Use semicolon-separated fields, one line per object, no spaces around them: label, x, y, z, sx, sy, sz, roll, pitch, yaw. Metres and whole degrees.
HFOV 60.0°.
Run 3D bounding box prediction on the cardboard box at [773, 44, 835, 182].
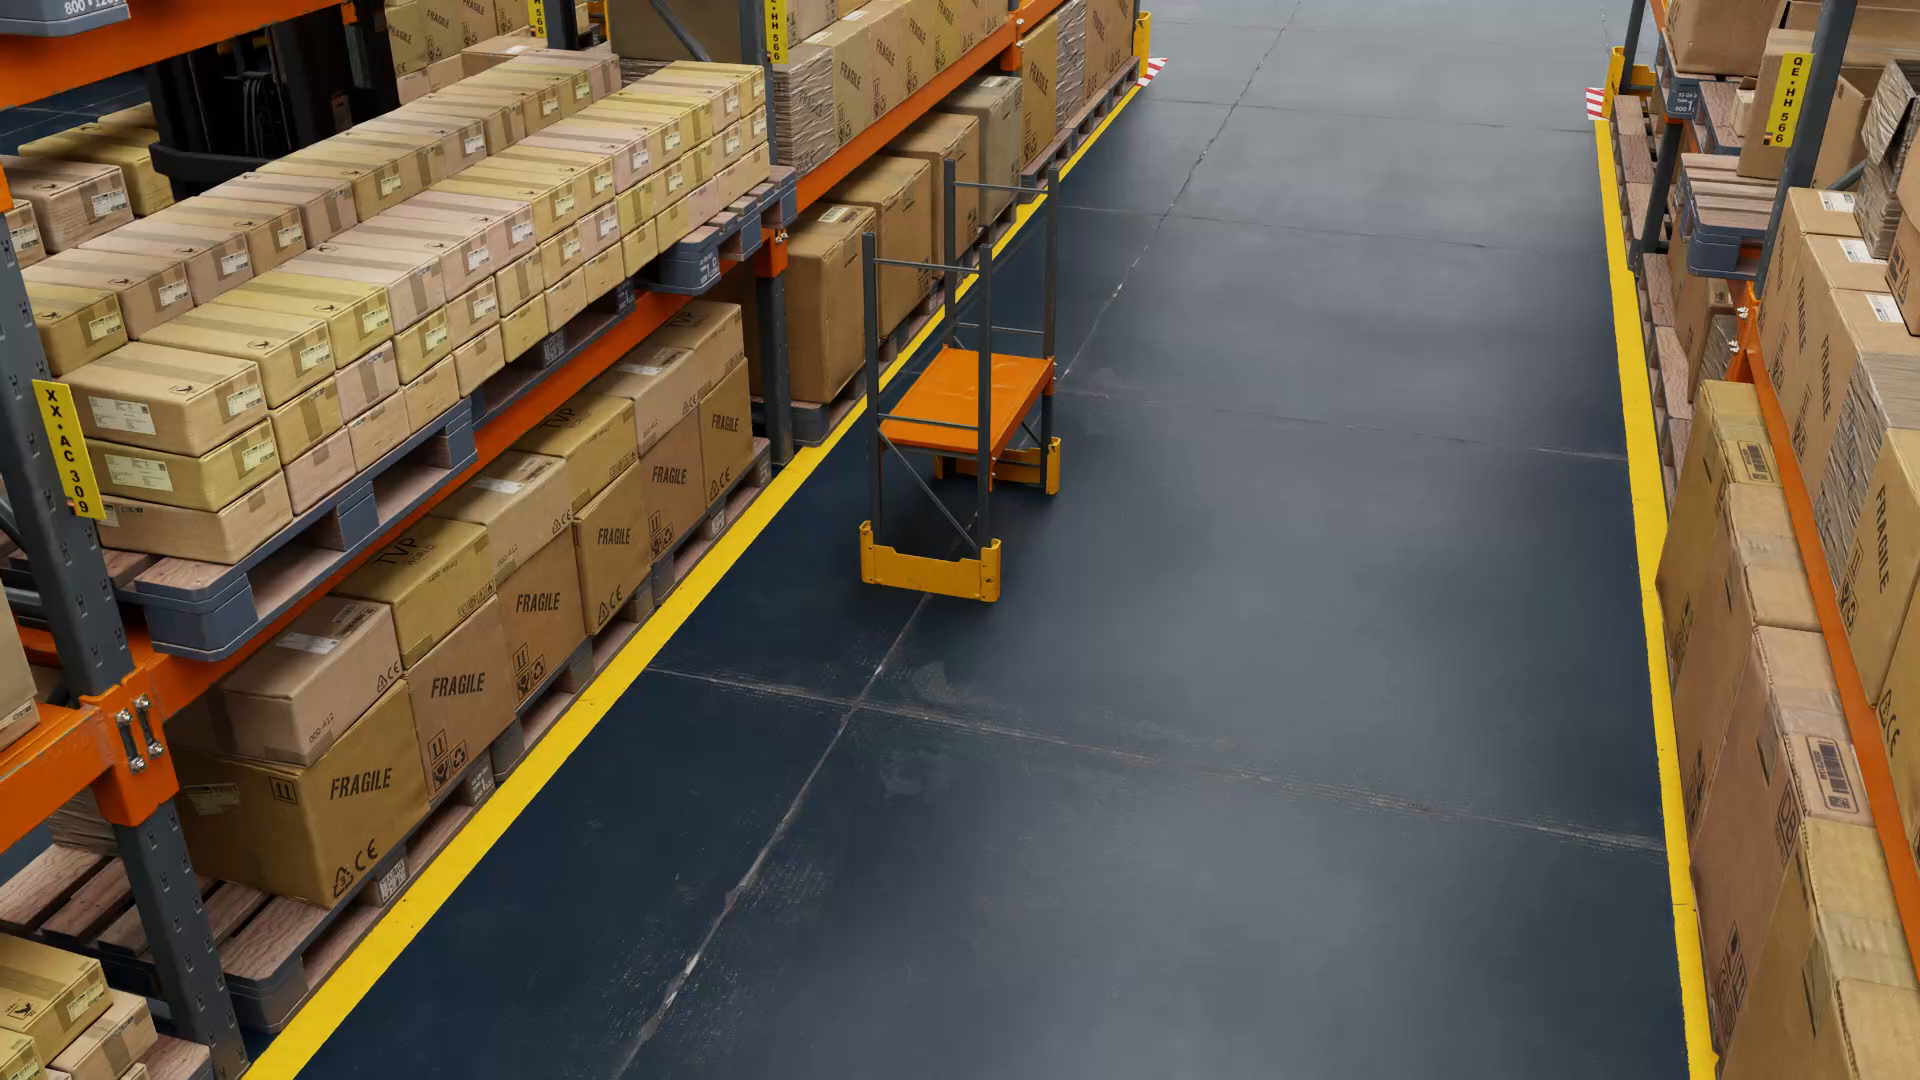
cardboard box;-0.900;-1.962;7.589;0.500;0.500;0.500;9;30;15

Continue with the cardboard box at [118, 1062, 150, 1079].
cardboard box;-2.253;1.403;4.142;0.380;0.149;0.250;9;30;16

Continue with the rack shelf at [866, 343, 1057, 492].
rack shelf;0.025;-0.538;7.044;0.538;0.185;1.000;8;30;15

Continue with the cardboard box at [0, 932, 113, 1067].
cardboard box;-2.319;1.115;4.049;0.380;0.149;0.250;9;30;16

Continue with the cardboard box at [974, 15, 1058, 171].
cardboard box;0.136;-3.145;11.571;0.875;0.875;0.875;9;30;16

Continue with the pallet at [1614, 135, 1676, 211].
pallet;5.116;-2.520;11.563;1.003;0.211;1.213;8;30;15

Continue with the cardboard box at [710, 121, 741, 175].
cardboard box;-1.076;-1.534;6.442;0.380;0.149;0.250;10;31;17

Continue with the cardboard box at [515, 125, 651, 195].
cardboard box;-1.299;-1.315;5.743;0.380;0.149;0.250;9;30;15

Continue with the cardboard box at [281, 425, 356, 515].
cardboard box;-1.833;-0.211;4.370;0.380;0.149;0.250;9;30;16

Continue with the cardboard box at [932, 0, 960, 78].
cardboard box;-0.310;-2.901;9.276;0.500;0.500;0.500;9;30;15

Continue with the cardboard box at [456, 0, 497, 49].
cardboard box;-4.146;-4.303;13.525;0.500;0.500;0.500;10;31;17

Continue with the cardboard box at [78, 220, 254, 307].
cardboard box;-2.300;-0.805;4.825;0.380;0.149;0.250;8;30;15

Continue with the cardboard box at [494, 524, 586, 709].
cardboard box;-1.699;0.222;5.905;0.500;0.500;0.500;9;30;16

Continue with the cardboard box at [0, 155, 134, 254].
cardboard box;-5.667;-2.048;10.118;0.950;0.372;0.625;8;30;14

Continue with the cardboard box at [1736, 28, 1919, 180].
cardboard box;3.611;-1.752;6.778;0.700;0.500;0.500;13;32;22

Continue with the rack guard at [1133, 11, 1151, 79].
rack guard;1.066;-4.385;14.619;1.175;0.500;0.348;8;30;15

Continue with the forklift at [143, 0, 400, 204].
forklift;-3.091;-2.152;8.103;1.130;2.935;3.031;7;30;13

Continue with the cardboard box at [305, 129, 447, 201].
cardboard box;-1.995;-1.284;5.687;0.380;0.149;0.250;9;30;16

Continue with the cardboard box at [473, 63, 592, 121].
cardboard box;-1.687;-1.770;6.561;0.380;0.149;0.250;8;30;14

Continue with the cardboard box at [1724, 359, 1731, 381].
cardboard box;3.600;-0.408;7.017;0.700;0.500;0.500;7;30;12

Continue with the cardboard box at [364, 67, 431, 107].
cardboard box;-4.446;-3.485;12.825;0.500;0.250;0.500;7;30;13

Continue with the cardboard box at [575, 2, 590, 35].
cardboard box;-3.690;-4.683;14.978;0.500;0.250;0.500;8;30;15

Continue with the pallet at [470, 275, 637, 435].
pallet;-1.831;-0.739;5.690;1.003;0.211;1.213;8;30;15

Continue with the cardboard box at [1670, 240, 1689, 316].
cardboard box;4.238;-1.452;8.892;0.700;0.500;0.500;8;30;15

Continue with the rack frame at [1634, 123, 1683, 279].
rack frame;4.596;-2.853;9.293;1.000;3.000;0.127;8;30;15

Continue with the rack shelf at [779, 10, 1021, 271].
rack shelf;-0.702;-2.364;9.154;1.077;0.370;4.000;8;30;15

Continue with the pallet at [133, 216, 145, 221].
pallet;-5.460;-2.118;10.839;1.003;0.211;1.213;8;30;15

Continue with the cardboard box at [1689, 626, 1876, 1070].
cardboard box;2.678;0.894;4.311;1.225;0.875;0.875;7;30;13

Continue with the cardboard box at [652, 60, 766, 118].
cardboard box;-0.995;-1.789;6.595;0.380;0.149;0.250;7;30;13

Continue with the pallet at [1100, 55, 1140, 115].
pallet;0.899;-3.865;13.981;1.003;0.211;1.213;8;30;15

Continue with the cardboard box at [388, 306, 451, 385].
cardboard box;-1.683;-0.573;4.714;0.380;0.149;0.250;7;30;13

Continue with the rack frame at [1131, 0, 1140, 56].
rack frame;1.059;-5.466;13.991;1.000;3.000;0.127;8;30;15

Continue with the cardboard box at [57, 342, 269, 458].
cardboard box;-1.908;-0.341;3.992;0.380;0.149;0.250;10;31;17

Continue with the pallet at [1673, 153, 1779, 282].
pallet;3.530;-1.257;6.620;1.213;0.211;1.003;8;30;15

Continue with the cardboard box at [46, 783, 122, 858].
cardboard box;-2.487;0.639;5.155;0.500;0.500;0.500;8;30;14

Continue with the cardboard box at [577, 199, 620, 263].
cardboard box;-1.376;-1.058;5.587;0.380;0.149;0.250;9;30;16

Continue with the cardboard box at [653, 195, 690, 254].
cardboard box;-1.221;-1.178;6.108;0.380;0.149;0.250;8;30;14

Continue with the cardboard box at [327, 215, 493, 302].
cardboard box;-1.604;-0.825;4.862;0.380;0.149;0.250;8;30;14

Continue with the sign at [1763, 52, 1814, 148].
sign;2.901;-1.538;5.820;0.100;0.325;0.005;8;30;15

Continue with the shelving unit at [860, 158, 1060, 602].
shelving unit;0.022;-0.691;6.949;0.587;1.500;1.083;8;30;15

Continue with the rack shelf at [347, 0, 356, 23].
rack shelf;-4.290;-4.882;13.680;1.077;0.370;4.000;8;30;15

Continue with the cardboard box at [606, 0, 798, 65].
cardboard box;-1.148;-2.437;7.413;0.700;0.500;0.500;8;30;15

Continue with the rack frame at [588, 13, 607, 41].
rack frame;-3.703;-6.126;15.176;1.000;3.000;0.127;8;30;15

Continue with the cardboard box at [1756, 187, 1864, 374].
cardboard box;3.020;-0.851;5.591;0.500;0.500;0.500;9;30;16

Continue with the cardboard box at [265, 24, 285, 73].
cardboard box;-4.960;-3.890;12.782;0.500;0.500;0.500;8;30;14

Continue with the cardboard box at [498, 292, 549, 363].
cardboard box;-1.530;-0.689;5.229;0.380;0.149;0.250;8;30;14

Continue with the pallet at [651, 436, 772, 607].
pallet;-1.520;-0.167;7.333;1.003;0.211;1.213;8;30;15

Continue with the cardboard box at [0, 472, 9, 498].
cardboard box;-2.536;-0.176;4.308;0.380;0.149;0.250;8;30;14

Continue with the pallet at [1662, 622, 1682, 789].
pallet;3.119;0.580;5.990;1.003;0.211;1.213;8;30;15

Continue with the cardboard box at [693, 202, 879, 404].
cardboard box;-1.025;-1.219;8.238;1.050;0.750;0.750;8;30;14

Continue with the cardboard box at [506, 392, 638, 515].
cardboard box;-1.542;-0.342;6.147;0.500;0.250;0.500;9;30;16

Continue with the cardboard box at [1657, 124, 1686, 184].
cardboard box;5.020;-2.691;11.141;0.500;0.500;0.500;6;30;10

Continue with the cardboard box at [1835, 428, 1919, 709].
cardboard box;2.423;0.092;3.896;0.500;0.500;0.500;8;30;14
